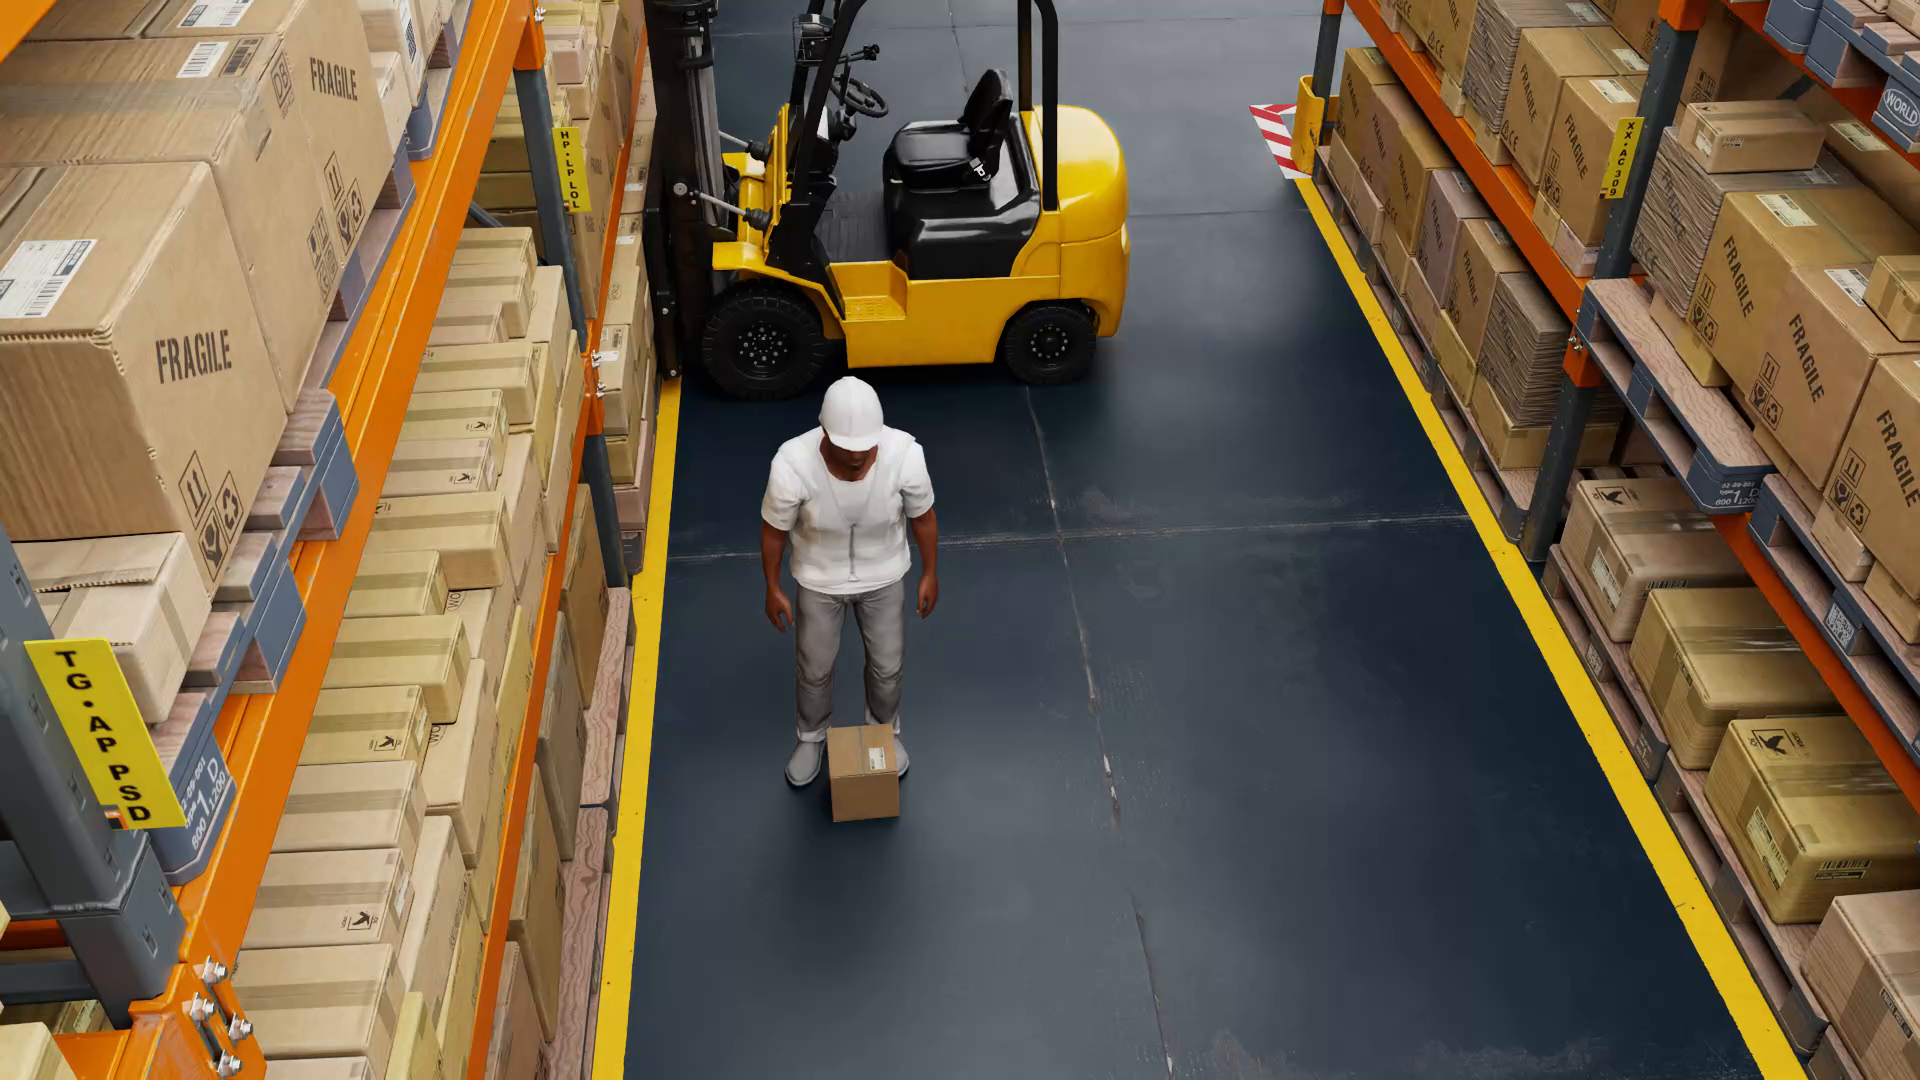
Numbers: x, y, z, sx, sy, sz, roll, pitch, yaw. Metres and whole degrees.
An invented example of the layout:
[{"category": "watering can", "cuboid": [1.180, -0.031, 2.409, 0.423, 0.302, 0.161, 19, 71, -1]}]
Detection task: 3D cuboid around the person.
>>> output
[{"category": "person", "cuboid": [-0.386, 0.148, 5.956, 0.635, 1.760, 0.456, -5, 39, -6]}]
